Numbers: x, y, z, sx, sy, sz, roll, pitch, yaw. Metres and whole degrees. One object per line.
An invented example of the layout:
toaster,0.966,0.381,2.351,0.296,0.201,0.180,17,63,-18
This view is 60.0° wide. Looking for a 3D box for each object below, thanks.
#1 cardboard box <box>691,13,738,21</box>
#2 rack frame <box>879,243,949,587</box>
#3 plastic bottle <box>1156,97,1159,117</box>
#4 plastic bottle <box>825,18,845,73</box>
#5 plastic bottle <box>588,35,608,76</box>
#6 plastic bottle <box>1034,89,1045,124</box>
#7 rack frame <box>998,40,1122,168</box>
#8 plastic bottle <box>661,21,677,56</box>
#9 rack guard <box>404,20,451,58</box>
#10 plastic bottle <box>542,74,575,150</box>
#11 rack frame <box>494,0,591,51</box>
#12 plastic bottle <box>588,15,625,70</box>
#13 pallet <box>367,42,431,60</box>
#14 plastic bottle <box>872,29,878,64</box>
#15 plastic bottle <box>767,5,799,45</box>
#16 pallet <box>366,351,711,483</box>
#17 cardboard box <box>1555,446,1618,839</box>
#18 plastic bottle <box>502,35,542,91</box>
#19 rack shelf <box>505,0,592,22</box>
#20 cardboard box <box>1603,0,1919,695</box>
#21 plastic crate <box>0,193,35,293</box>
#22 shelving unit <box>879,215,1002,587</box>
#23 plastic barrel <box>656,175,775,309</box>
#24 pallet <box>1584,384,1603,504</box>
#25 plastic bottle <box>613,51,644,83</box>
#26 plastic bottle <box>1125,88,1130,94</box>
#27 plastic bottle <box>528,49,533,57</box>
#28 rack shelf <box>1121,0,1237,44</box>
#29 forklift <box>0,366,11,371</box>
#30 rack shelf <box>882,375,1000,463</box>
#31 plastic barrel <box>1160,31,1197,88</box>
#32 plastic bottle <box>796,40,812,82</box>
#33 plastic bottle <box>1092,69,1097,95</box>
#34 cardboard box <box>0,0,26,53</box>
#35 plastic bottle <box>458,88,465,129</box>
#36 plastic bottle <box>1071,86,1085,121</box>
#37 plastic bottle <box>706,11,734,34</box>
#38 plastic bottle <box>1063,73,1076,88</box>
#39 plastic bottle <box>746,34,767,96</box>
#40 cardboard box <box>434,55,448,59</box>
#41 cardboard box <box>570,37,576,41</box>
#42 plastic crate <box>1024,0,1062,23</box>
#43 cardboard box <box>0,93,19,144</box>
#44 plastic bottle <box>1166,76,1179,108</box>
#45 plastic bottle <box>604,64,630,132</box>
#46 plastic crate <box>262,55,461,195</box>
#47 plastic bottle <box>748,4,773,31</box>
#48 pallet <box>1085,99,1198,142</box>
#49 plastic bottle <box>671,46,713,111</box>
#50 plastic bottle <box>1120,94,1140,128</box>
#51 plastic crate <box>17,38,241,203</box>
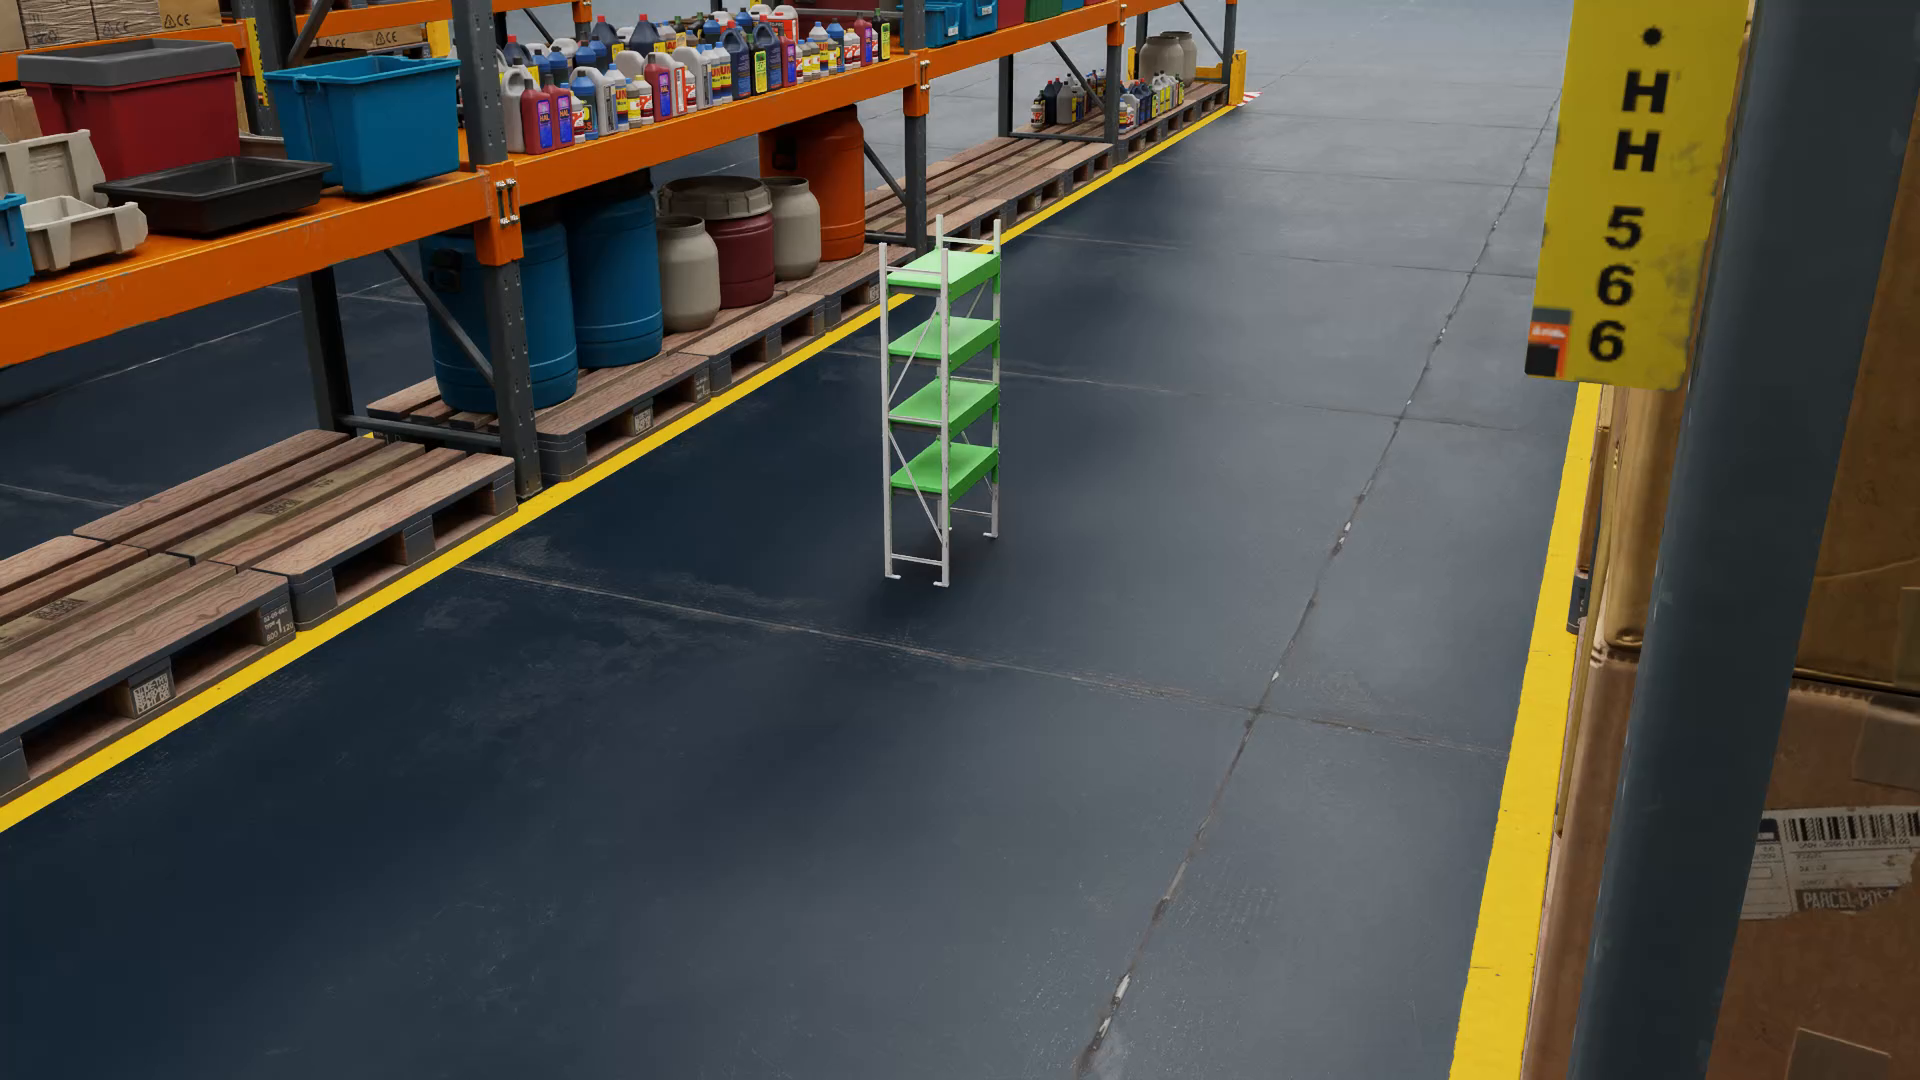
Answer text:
cardboard box,-2.560,-5.454,18.113,0.500,0.500,0.500,14,26,30
rack frame,-0.152,-0.407,5.668,0.240,1.200,0.015,9,24,20
plastic bottle,1.682,-3.800,14.517,0.097,0.201,0.097,0,23,0
plastic bottle,-0.658,-2.606,8.765,0.097,0.271,0.097,0,23,0
plastic bottle,-1.743,-2.286,7.997,0.097,0.271,0.097,0,23,0
plastic bottle,0.672,-3.663,14.080,0.061,0.283,0.133,10,25,23
rack frame,0.800,-4.494,13.117,1.000,3.000,0.127,9,24,20
plastic bottle,-1.522,-2.561,8.656,0.097,0.271,0.097,0,23,0
rack guard,-6.872,-6.236,20.530,1.175,0.500,0.348,9,24,20
plastic bottle,-1.590,-1.695,6.567,0.061,0.283,0.133,9,24,20
rack frame,-3.799,-5.203,14.814,1.000,3.000,0.127,9,24,20
plastic bottle,-1.725,-2.378,8.116,0.144,0.351,0.185,9,24,20
pallet,-7.105,-5.796,19.853,1.003,0.211,1.213,9,24,20
plastic bottle,-0.500,-2.726,9.143,0.097,0.201,0.097,0,23,0
plastic bottle,-1.005,-2.875,9.401,0.152,0.276,0.135,9,24,20
pallet,-1.846,-0.614,7.447,1.003,0.211,1.213,9,24,20
cardboard box,1.043,0.079,2.038,0.500,0.500,0.500,9,24,21
plastic bottle,-1.932,-2.029,7.281,0.144,0.351,0.185,9,24,20
rack shelf,-3.056,-5.587,16.666,1.077,0.370,4.000,9,24,20
cardboard box,0.850,-0.195,1.398,0.500,0.500,0.500,9,24,20
plastic crate,-2.660,-0.770,4.340,0.416,0.233,0.300,9,24,20
shelving unit,-0.062,-0.494,5.877,0.258,1.200,0.503,9,24,20
plastic barrel,-1.271,-1.562,8.681,0.600,0.588,0.708,9,24,20
pallet,3.145,-0.368,6.858,1.003,0.211,1.213,9,24,20
plastic bottle,-1.443,-2.038,7.398,0.152,0.276,0.135,9,24,20
plastic bottle,1.427,-3.736,14.272,0.097,0.271,0.097,0,23,0
plastic bottle,-2.002,-2.072,7.480,0.152,0.276,0.135,9,24,20
rack shelf,1.543,-4.878,14.969,1.077,0.370,4.000,9,24,20
forklift,-5.053,-1.510,6.062,1.130,2.935,3.031,6,23,14
rack shelf,-0.062,-0.435,5.902,0.258,0.148,0.480,9,24,20
plastic barrel,2.112,-4.725,16.352,0.421,0.512,0.421,0,23,0
plastic bottle,-0.803,-2.435,8.444,0.097,0.201,0.097,0,23,0
plastic bottle,1.222,-4.192,15.348,0.061,0.283,0.133,9,24,21
cardboard box,-5.808,-3.060,9.554,0.500,0.500,0.500,9,24,21
plastic bottle,-2.067,-1.846,7.036,0.097,0.201,0.097,0,23,0
plastic bottle,0.990,-3.768,14.342,0.152,0.276,0.135,9,24,20
plastic bottle,-1.319,-2.731,9.057,0.152,0.276,0.135,9,24,20
plastic bottle,0.963,-3.930,14.634,0.144,0.351,0.185,9,24,20
plastic bottle,-0.983,-2.280,7.968,0.061,0.283,0.133,9,24,20
cardboard box,-4.241,-3.868,14.290,0.700,0.500,0.500,9,24,20
cardboard box,-3.407,-4.587,16.037,0.500,0.500,0.500,18,29,37
plastic crate,0.415,-3.732,11.569,0.450,0.188,0.662,9,24,20
cardboard box,-6.220,-2.105,9.610,1.225,0.875,0.875,8,24,18
plastic bottle,1.891,-4.065,15.053,0.152,0.276,0.135,9,24,20
plastic bottle,-1.442,-1.851,6.957,0.097,0.271,0.097,0,23,0
plastic crate,-2.028,-1.435,5.737,0.392,0.384,0.575,9,24,20
plastic bottle,-1.147,-2.897,9.454,0.152,0.276,0.135,9,24,20
pallet,1.540,-3.880,15.264,1.003,0.211,1.213,9,24,20
plastic bottle,-1.216,-2.099,7.545,0.152,0.276,0.135,9,24,20
plastic bottle,1.420,-3.611,13.966,0.152,0.276,0.135,10,25,22
plastic crate,-2.736,-1.405,5.560,0.402,0.464,0.583,9,24,20
